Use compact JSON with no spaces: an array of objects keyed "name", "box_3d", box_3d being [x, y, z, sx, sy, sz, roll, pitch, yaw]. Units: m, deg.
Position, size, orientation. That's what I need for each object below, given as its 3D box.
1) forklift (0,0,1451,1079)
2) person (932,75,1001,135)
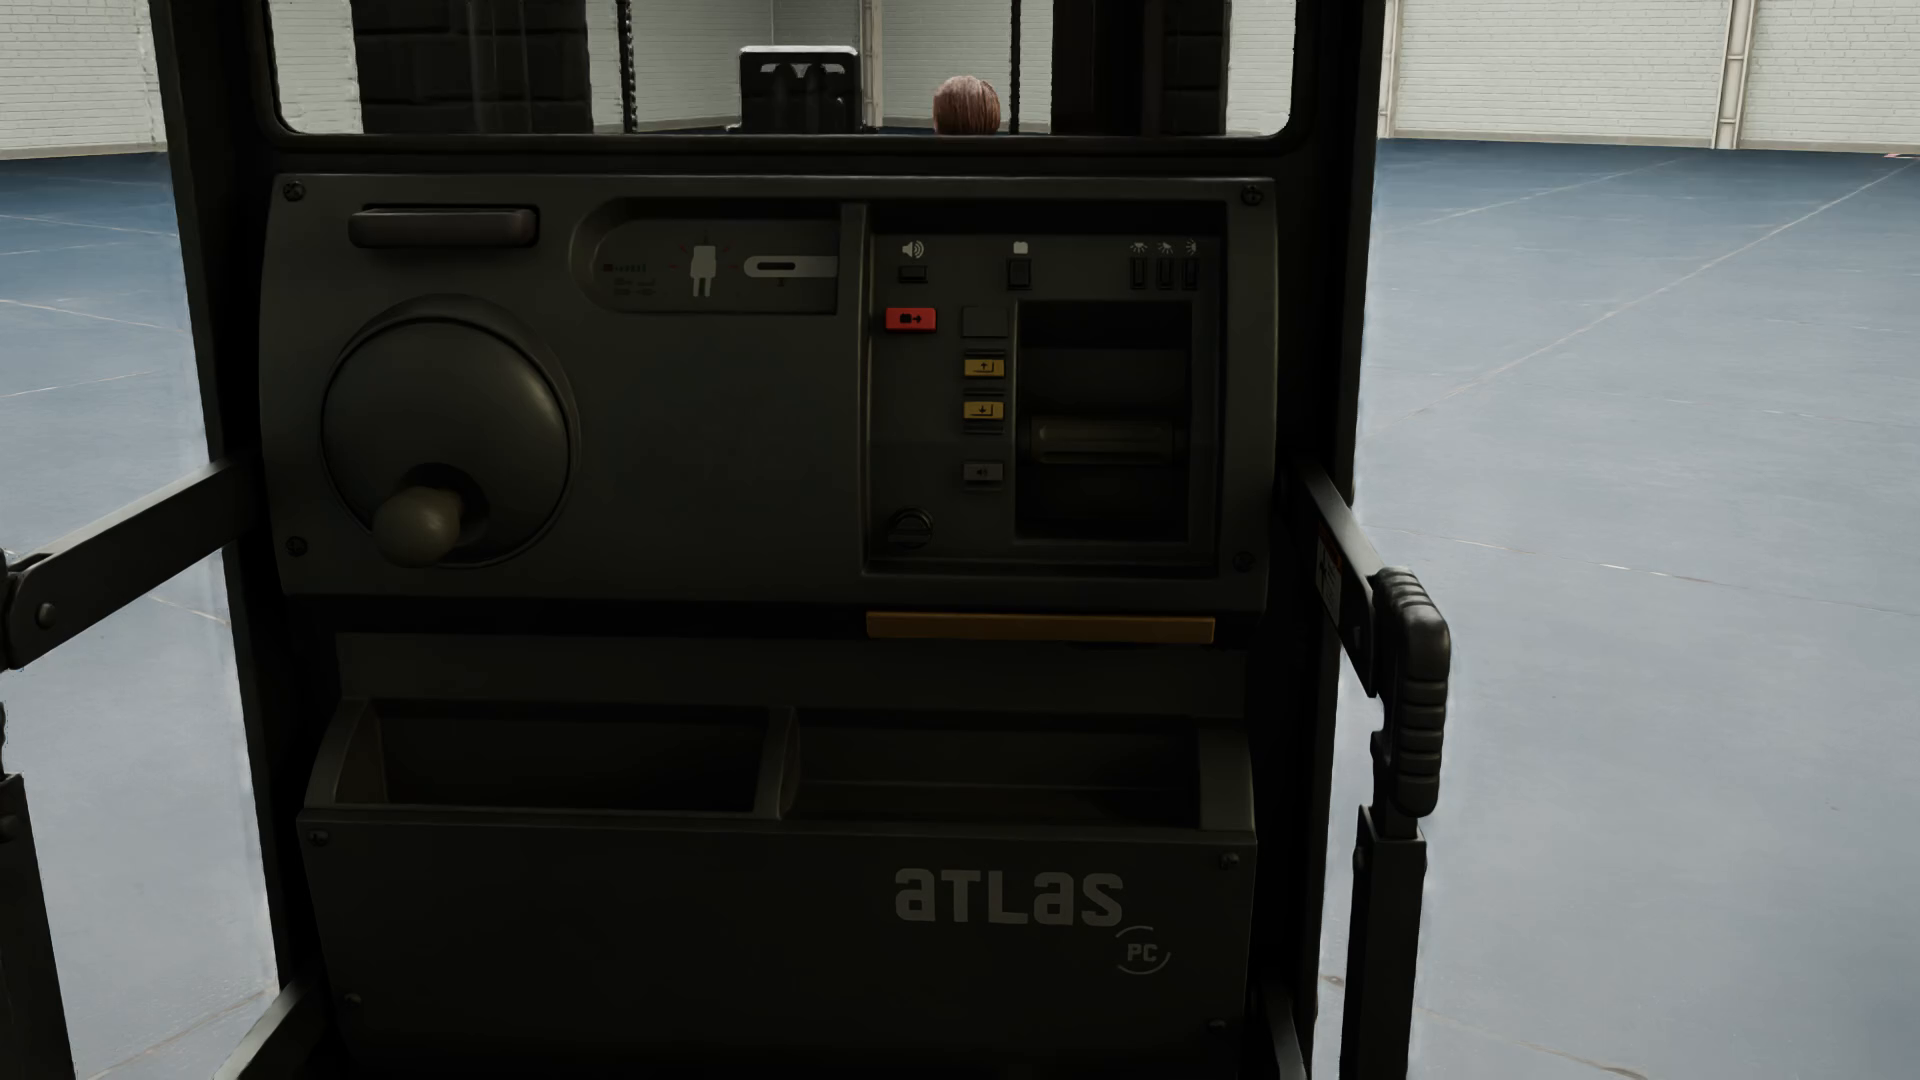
[{"name":"forklift","box_3d":[-0.188,-0.147,1.325,1.130,2.935,3.031,1,17,3]},{"name":"person","box_3d":[-0.054,-0.787,5.769,0.473,1.599,0.521,11,20,33]}]
